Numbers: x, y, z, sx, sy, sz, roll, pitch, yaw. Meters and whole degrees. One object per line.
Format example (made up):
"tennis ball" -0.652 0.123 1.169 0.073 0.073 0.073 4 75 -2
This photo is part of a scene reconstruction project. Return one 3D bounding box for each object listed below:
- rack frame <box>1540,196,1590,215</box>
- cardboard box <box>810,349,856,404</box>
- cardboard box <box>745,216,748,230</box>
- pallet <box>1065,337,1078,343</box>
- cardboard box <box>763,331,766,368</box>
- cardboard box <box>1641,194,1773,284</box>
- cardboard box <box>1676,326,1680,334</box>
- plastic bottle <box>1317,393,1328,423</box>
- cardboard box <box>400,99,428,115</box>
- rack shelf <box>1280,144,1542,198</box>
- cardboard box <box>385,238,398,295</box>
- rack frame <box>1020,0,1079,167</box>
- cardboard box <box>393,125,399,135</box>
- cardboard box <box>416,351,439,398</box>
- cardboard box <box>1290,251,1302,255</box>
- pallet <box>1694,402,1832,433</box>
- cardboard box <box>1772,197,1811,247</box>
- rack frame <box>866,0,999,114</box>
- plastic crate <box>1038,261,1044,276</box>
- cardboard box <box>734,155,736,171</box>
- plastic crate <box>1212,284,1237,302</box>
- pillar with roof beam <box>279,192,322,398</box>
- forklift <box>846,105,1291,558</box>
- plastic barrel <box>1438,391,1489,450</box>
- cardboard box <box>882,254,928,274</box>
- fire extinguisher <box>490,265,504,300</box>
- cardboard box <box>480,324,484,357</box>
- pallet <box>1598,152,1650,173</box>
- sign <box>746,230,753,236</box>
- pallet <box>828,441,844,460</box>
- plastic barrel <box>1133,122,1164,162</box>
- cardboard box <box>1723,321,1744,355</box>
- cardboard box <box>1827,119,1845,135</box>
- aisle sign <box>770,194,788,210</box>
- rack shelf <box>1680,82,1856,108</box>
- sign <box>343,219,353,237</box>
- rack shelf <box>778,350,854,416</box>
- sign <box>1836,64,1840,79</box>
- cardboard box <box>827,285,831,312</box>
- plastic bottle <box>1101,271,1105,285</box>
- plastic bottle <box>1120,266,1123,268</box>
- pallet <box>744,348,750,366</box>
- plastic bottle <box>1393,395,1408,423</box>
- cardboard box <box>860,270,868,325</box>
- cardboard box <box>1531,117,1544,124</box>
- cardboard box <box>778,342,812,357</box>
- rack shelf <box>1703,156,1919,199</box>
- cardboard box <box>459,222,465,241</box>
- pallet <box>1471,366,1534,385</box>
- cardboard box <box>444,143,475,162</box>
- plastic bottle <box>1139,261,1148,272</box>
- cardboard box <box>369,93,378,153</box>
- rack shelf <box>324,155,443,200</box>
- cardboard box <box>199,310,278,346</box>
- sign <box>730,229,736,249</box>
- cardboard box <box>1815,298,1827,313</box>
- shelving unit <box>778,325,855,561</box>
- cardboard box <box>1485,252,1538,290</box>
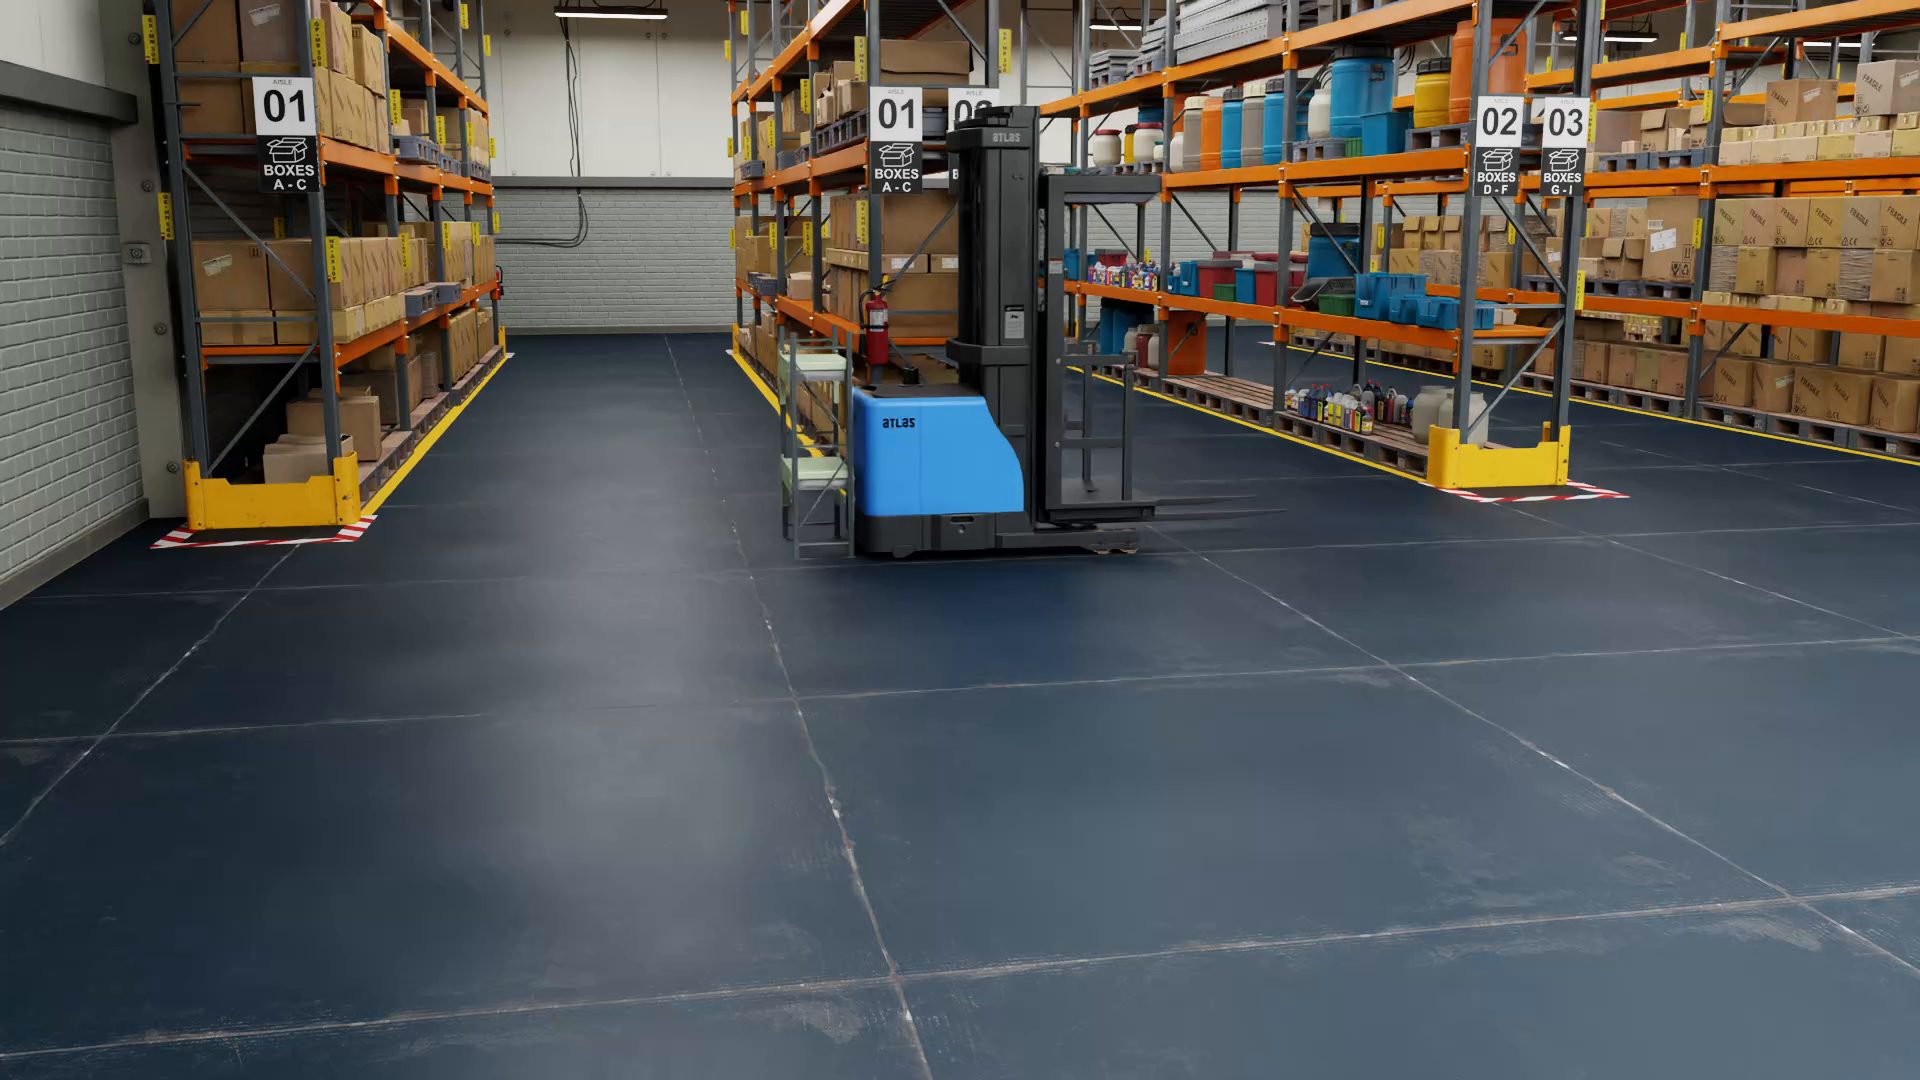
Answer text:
"rack frame" 11.285 -5.221 31.104 1.000 3.000 0.127 -2 11 -11
"cardboard box" -1.201 -1.626 16.442 0.500 0.500 0.500 -2 11 -11
"cardboard box" -2.994 -4.683 25.338 0.500 0.500 0.500 -2 11 -12
"pallet" 1.664 -3.356 28.766 1.003 0.211 1.213 -2 11 -11
"cardboard box" -2.480 -2.667 23.195 0.500 0.500 0.500 -2 11 -10
"cardboard box" 8.717 -3.510 19.387 1.000 1.000 1.000 -2 11 -11
"cardboard box" 12.169 -3.560 28.086 0.380 0.149 0.250 -2 11 -11
"plastic bottle" 3.654 -1.330 16.751 0.061 0.283 0.133 -2 11 -8
"cardboard box" -7.233 -5.625 21.757 0.500 0.250 0.500 -2 11 -13
"rack shelf" 4.265 -3.431 15.604 1.077 0.370 4.000 -2 11 -11
"cardboard box" -5.344 -2.455 14.917 0.500 0.500 0.500 -2 11 -11
"rack frame" 1.542 -7.826 28.746 1.000 3.000 0.127 -2 11 -11
"cardboard box" -6.110 -4.376 17.253 0.500 0.500 0.500 -3 11 -13
"cardboard box" -6.429 -1.909 19.214 0.700 0.500 0.500 -2 11 -10
"cardboard box" 6.229 -5.034 29.726 0.500 0.250 0.500 -2 11 -13
"pallet" 8.899 -1.366 18.311 1.003 0.211 1.213 -2 11 -11
"cardboard box" 8.768 -3.269 17.114 0.500 0.500 0.500 -2 11 -11
"rack frame" -0.206 -4.712 12.386 1.000 3.000 0.127 -2 11 -11
"plastic crate" 1.523 -4.527 27.748 0.416 0.233 0.300 -2 11 -11
"cardboard box" -3.473 -6.241 27.507 0.500 0.250 0.500 -2 11 -11
"plastic crate" 3.260 -2.883 19.388 0.450 0.188 0.662 -2 11 -11
"pillar with roof beam" -2.993 -5.885 18.549 9.100 9.000 0.400 -2 11 -11
"forklift" 0.762 -1.436 11.401 3.031 2.935 1.130 -2 11 -11
"plastic barrel" 4.451 -1.046 14.703 0.421 0.512 0.421 0 11 0
"cardboard box" -0.467 -2.196 13.209 0.380 0.149 0.250 -2 11 -12
"fire extinguisher" -7.753 -4.342 27.690 0.296 0.674 0.183 -2 11 -11
"cardboard box" -7.537 -2.996 24.979 0.700 0.500 0.500 -2 11 -12
"pallet" 8.514 -4.547 20.042 1.213 0.211 1.003 -2 11 -11
"sign" -3.070 -4.370 24.318 0.100 0.325 0.005 -2 11 -11
"pallet" -0.629 -0.757 15.110 1.003 0.211 1.213 -2 11 -11
"plastic barrel" 2.605 -5.478 22.946 0.433 0.535 0.433 0 11 0
"cardboard box" 12.166 -3.128 25.670 0.500 0.500 0.500 -2 11 -10
"cardboard box" 8.869 -4.099 16.524 0.380 0.149 0.250 -2 11 -10
"aisle sign" -3.030 -6.000 28.246 0.394 0.787 0.004 -2 11 -11
"rack shelf" 12.452 -6.518 24.866 1.077 0.370 4.000 -2 11 -11
"sign" -7.164 -3.599 19.488 0.100 0.325 0.005 -2 11 -11
"rack shelf" -0.975 -1.061 11.173 0.431 0.370 0.720 -2 11 -11
"sign" 16.656 -8.881 31.581 0.100 0.325 0.005 -2 11 -11
"cardboard box" -1.122 -2.514 17.281 0.500 0.250 0.500 -1 11 -7
"plastic bottle" 2.122 -3.842 24.389 0.097 0.201 0.097 0 11 0
"plastic bottle" 2.365 -3.821 24.083 0.152 0.276 0.135 -2 11 -11
"pallet" -2.913 -2.946 26.611 1.003 0.211 1.213 -2 11 -11
"plastic bottle" 4.412 -1.324 16.739 0.152 0.276 0.135 -2 11 -10
"cardboard box" -0.482 -2.088 14.374 0.700 0.500 0.500 -2 11 -11
"cardboard box" 7.795 -5.264 21.706 0.500 0.500 0.500 -2 11 -10
"cardboard box" -1.948 -2.256 20.260 0.500 0.311 0.500 -2 11 -9
"rack shelf" 9.123 -3.611 16.550 1.077 0.370 4.000 -2 11 -11
"cardboard box" -6.867 -4.094 22.064 0.500 0.250 0.500 -2 11 -10
"pallet" 7.877 -2.369 23.580 1.003 0.211 1.213 -2 11 -11
"cardboard box" -7.274 -5.577 23.961 0.500 0.250 0.500 -2 11 -11
"plastic bottle" 2.714 -3.925 24.429 0.144 0.351 0.185 -2 11 -11
"cardboard box" -5.416 -3.673 14.630 0.500 0.500 0.500 -3 11 -16
"rack shelf" -6.231 -3.805 17.565 1.077 0.370 4.000 -2 11 -11
"cardboard box" -5.345 -1.599 12.422 0.500 0.250 0.500 -2 11 -10
"sign" -3.850 -5.105 28.180 0.100 0.325 0.005 -2 11 -11
"cardboard box" 8.879 -2.365 16.774 0.380 0.149 0.250 -2 11 -11
"shelving unit" -0.975 -0.678 11.246 0.431 1.500 0.755 -2 11 -11
"cardboard box" 7.617 -3.722 22.964 0.500 0.500 0.500 -2 11 -9
